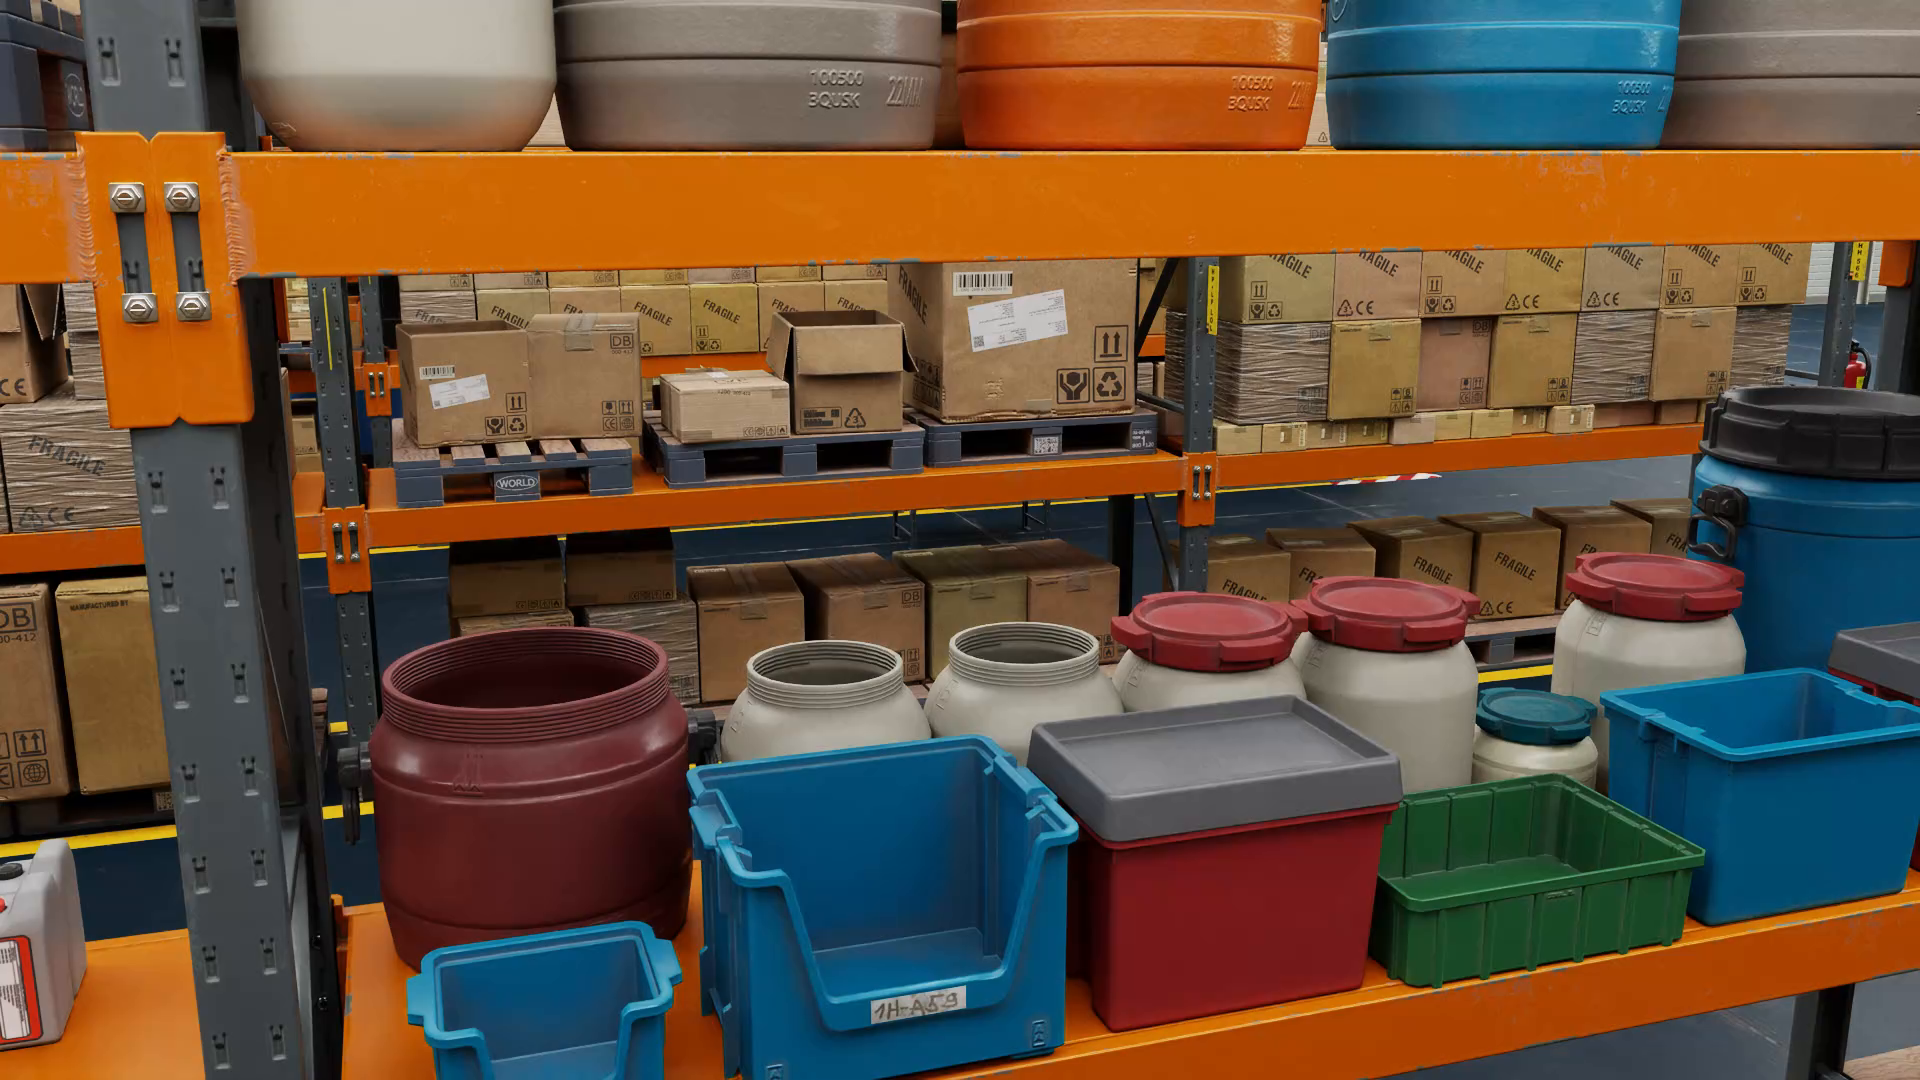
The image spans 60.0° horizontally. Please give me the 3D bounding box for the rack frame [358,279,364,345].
[{"bbox_3d":[-5.915,-2.591,16.553,0.127,3.000,1.000,-4,14,-18],"label":"rack frame"}]

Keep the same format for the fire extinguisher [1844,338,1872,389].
[{"bbox_3d":[5.084,-0.878,9.517,0.183,0.674,0.296,-4,14,-18],"label":"fire extinguisher"}]

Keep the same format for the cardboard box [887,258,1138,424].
[{"bbox_3d":[0.240,-1.181,8.421,1.000,1.000,1.000,-4,14,-18],"label":"cardboard box"}]

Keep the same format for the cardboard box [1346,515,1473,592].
[{"bbox_3d":[2.533,0.171,9.434,0.500,0.500,0.500,-6,15,-23],"label":"cardboard box"}]

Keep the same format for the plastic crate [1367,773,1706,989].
[{"bbox_3d":[1.056,0.667,3.314,0.662,0.188,0.450,-4,14,-18],"label":"plastic crate"}]

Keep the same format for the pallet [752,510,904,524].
[{"bbox_3d":[-1.156,-0.378,13.275,1.213,0.211,1.003,-4,14,-18],"label":"pallet"}]

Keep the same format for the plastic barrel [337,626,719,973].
[{"bbox_3d":[-0.831,0.502,3.256,0.708,0.536,0.600,-4,14,-18],"label":"plastic barrel"}]

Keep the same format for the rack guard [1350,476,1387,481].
[{"bbox_3d":[3.365,-0.889,14.799,0.348,0.500,1.175,-4,14,-18],"label":"rack guard"}]

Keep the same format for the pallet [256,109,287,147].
[{"bbox_3d":[-3.347,-1.726,6.842,1.003,0.211,1.213,-4,14,-15],"label":"pallet"}]

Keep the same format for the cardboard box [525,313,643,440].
[{"bbox_3d":[-1.758,-0.782,7.825,0.500,0.500,0.700,-2,14,-10],"label":"cardboard box"}]

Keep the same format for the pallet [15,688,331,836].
[{"bbox_3d":[-3.525,0.981,7.563,1.213,0.211,1.003,-4,14,-18],"label":"pallet"}]

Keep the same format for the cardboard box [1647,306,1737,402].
[{"bbox_3d":[3.863,-1.103,9.441,0.500,0.500,0.875,-4,14,-18],"label":"cardboard box"}]

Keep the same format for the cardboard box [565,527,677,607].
[{"bbox_3d":[-1.629,0.122,7.977,0.500,0.250,0.500,-3,14,-12],"label":"cardboard box"}]

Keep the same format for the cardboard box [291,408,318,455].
[{"bbox_3d":[-4.805,-0.758,11.720,0.500,0.250,0.500,-5,14,-19],"label":"cardboard box"}]

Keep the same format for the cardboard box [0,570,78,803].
[{"bbox_3d":[-4.262,0.522,7.148,0.875,0.875,1.225,-4,14,-18],"label":"cardboard box"}]

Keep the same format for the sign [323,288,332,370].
[{"bbox_3d":[-2.574,-0.859,6.771,0.005,0.325,0.100,-4,14,-18],"label":"sign"}]

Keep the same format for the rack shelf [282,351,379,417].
[{"bbox_3d":[-6.136,-1.015,11.483,4.000,0.370,1.077,-4,14,-18],"label":"rack shelf"}]

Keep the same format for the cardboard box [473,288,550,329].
[{"bbox_3d":[-3.247,-1.573,12.059,0.500,0.500,0.500,-5,14,-19],"label":"cardboard box"}]

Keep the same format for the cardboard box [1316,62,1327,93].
[{"bbox_3d":[1.674,-2.284,8.243,0.250,0.149,0.380,-5,14,-21],"label":"cardboard box"}]

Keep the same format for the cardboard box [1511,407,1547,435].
[{"bbox_3d":[2.977,-0.682,9.072,0.250,0.149,0.380,-4,14,-18],"label":"cardboard box"}]

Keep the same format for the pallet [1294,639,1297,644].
[{"bbox_3d":[1.662,0.587,9.220,1.213,0.211,1.003,-4,14,-18],"label":"pallet"}]

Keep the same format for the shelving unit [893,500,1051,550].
[{"bbox_3d":[0.081,-0.736,11.996,1.048,1.500,0.538,-4,14,-18],"label":"shelving unit"}]

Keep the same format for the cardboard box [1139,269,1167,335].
[{"bbox_3d":[1.431,-2.031,13.877,0.500,0.550,0.875,-4,14,-18],"label":"cardboard box"}]

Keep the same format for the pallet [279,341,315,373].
[{"bbox_3d":[-4.881,-1.343,11.723,1.003,0.211,1.213,-4,14,-18],"label":"pallet"}]

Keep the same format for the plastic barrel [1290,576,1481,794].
[{"bbox_3d":[0.945,0.384,3.752,0.433,0.535,0.433,0,13,0],"label":"plastic barrel"}]

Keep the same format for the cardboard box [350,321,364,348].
[{"bbox_3d":[-7.833,-2.589,21.040,0.500,0.500,0.500,-4,14,-16],"label":"cardboard box"}]

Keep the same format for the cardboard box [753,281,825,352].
[{"bbox_3d":[-1.337,-1.722,12.685,0.500,0.500,0.500,-5,14,-19],"label":"cardboard box"}]

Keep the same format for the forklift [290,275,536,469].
[{"bbox_3d":[-4.284,-2.040,14.387,3.031,2.935,1.130,-6,14,-22],"label":"forklift"}]

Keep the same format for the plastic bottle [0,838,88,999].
[{"bbox_3d":[-1.687,0.690,3.027,0.135,0.276,0.152,-4,14,-18],"label":"plastic bottle"}]

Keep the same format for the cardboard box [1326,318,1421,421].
[{"bbox_3d":[1.969,-0.955,8.816,0.500,0.500,0.875,-4,14,-18],"label":"cardboard box"}]

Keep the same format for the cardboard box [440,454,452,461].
[{"bbox_3d":[-3.634,-0.648,12.338,0.750,0.750,1.050,-5,14,-19],"label":"cardboard box"}]

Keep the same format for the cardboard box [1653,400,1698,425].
[{"bbox_3d":[3.925,-0.756,9.383,0.250,0.149,0.380,-4,14,-18],"label":"cardboard box"}]

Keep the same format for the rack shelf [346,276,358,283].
[{"bbox_3d":[-9.397,-3.182,20.591,4.000,0.370,1.077,-4,14,-18],"label":"rack shelf"}]

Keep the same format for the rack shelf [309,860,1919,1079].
[{"bbox_3d":[0.721,0.871,3.553,4.000,0.370,1.077,-4,14,-18],"label":"rack shelf"}]

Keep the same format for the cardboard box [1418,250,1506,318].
[{"bbox_3d":[2.492,-1.444,8.711,0.500,0.500,0.500,-4,14,-18],"label":"cardboard box"}]

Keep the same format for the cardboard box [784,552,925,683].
[{"bbox_3d":[-0.540,0.402,8.420,0.500,0.500,0.700,-6,15,-23],"label":"cardboard box"}]

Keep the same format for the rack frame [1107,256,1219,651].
[{"bbox_3d":[1.037,-0.713,8.657,0.127,3.000,1.000,-4,14,-18],"label":"rack frame"}]

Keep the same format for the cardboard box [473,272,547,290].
[{"bbox_3d":[-3.332,-2.116,12.181,0.500,0.500,0.700,-5,14,-19],"label":"cardboard box"}]

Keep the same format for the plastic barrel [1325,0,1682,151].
[{"bbox_3d":[0.964,-1.148,2.921,0.708,0.901,0.600,-4,14,-18],"label":"plastic barrel"}]

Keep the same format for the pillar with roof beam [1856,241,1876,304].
[{"bbox_3d":[17.567,-7.719,25.147,0.400,9.000,9.100,-4,14,-18],"label":"pillar with roof beam"}]

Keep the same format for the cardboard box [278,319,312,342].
[{"bbox_3d":[-4.561,-1.458,11.424,0.250,0.149,0.380,-4,14,-17],"label":"cardboard box"}]

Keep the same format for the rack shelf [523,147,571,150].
[{"bbox_3d":[-0.858,-1.674,7.772,4.000,0.370,1.077,-4,14,-18],"label":"rack shelf"}]

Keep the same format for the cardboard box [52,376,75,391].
[{"bbox_3d":[-3.789,-0.451,7.342,0.500,0.500,0.500,-5,14,-20],"label":"cardboard box"}]

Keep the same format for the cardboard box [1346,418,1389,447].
[{"bbox_3d":[2.040,-0.601,8.730,0.250,0.149,0.380,-4,14,-18],"label":"cardboard box"}]

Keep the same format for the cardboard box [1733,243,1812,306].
[{"bbox_3d":[4.386,-1.593,9.338,0.500,0.500,0.500,-4,14,-18],"label":"cardboard box"}]

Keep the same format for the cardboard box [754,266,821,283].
[{"bbox_3d":[-1.404,-2.267,12.813,0.500,0.500,0.700,-5,14,-19],"label":"cardboard box"}]
